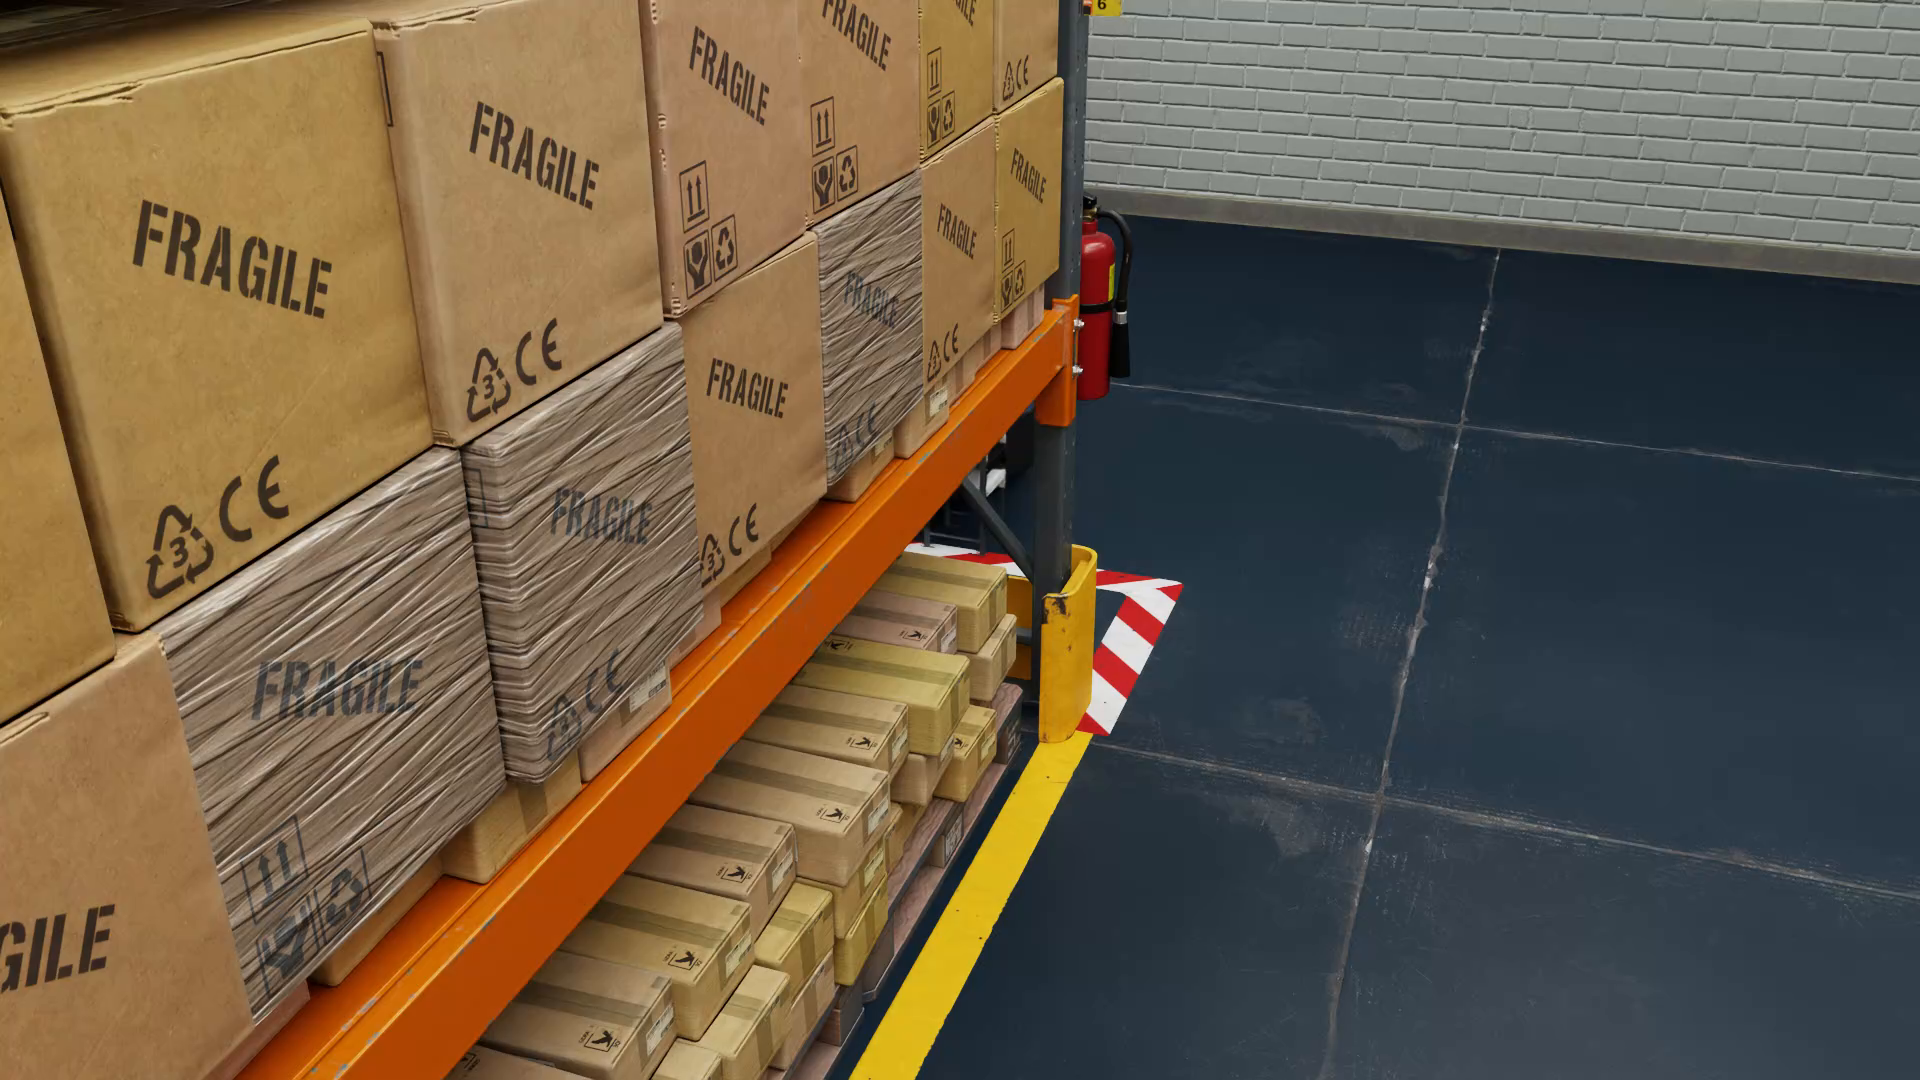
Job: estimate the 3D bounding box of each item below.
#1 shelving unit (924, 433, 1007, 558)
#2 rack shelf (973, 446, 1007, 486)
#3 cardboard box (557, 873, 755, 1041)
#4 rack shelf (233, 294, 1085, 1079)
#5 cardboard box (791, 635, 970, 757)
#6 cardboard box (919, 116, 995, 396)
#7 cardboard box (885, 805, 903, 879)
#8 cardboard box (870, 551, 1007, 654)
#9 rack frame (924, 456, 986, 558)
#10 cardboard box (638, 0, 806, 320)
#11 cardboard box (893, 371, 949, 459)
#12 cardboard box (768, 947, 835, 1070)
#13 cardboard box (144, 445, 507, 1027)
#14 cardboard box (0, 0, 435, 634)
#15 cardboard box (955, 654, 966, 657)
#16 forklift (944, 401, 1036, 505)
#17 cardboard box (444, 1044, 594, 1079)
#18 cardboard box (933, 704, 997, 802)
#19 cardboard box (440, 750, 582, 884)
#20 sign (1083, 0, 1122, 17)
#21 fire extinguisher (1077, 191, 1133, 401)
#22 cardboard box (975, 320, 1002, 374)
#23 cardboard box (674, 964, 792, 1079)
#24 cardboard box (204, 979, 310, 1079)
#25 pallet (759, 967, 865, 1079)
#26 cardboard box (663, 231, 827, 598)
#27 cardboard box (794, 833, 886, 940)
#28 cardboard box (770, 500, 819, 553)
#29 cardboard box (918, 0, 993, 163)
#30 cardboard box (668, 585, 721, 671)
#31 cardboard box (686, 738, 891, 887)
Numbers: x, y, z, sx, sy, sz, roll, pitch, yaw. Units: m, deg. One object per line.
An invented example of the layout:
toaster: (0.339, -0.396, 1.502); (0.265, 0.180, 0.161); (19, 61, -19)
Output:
shelving unit: (0.017, -0.401, 6.045); (0.258, 0.900, 0.210); (10, 27, 19)
rack shelf: (0.017, -0.290, 6.099); (0.258, 0.077, 0.200); (10, 27, 19)
cardboard box: (-0.629, 0.802, 3.258); (0.380, 0.149, 0.250); (9, 27, 18)
rack shelf: (-0.818, 0.228, 3.163); (1.077, 0.370, 4.000); (9, 27, 17)
cardboard box: (-0.193, 0.382, 4.125); (0.380, 0.149, 0.250); (8, 27, 16)
cardboard box: (-0.235, -0.664, 3.723); (0.500, 0.500, 0.500); (8, 27, 17)
cardboard box: (-0.360, 0.743, 4.064); (0.380, 0.149, 0.250); (9, 27, 18)
cardboard box: (-0.089, 0.163, 4.579); (0.380, 0.149, 0.250); (9, 27, 18)
rack frame: (-0.020, -0.360, 5.960); (0.240, 0.900, 0.006); (10, 27, 19)
cardboard box: (-0.576, -0.682, 2.612); (0.500, 0.500, 0.500); (8, 27, 16)
cardboard box: (-0.244, -0.320, 3.756); (0.380, 0.149, 0.250); (9, 27, 19)
cardboard box: (-0.495, 0.966, 3.603); (0.380, 0.149, 0.250); (9, 27, 18)
cardboard box: (-0.923, 0.176, 1.989); (0.500, 0.500, 0.500); (9, 27, 17)
cardboard box: (-0.945, -0.268, 1.759); (0.500, 0.500, 0.500); (8, 27, 16)
cardboard box: (-0.196, 0.400, 4.430); (0.380, 0.149, 0.250); (8, 27, 16)
forklift: (-1.105, -1.868, 6.744); (3.031, 2.935, 1.130); (22, 34, 38)
cardboard box: (-0.761, 1.022, 2.804); (0.380, 0.149, 0.250); (9, 27, 19)
cardboard box: (-0.121, 0.543, 4.476); (0.380, 0.149, 0.250); (10, 27, 19)
cardboard box: (-0.784, 0.331, 2.413); (0.380, 0.149, 0.250); (9, 27, 18)
sign: (0.365, -1.493, 4.199); (0.100, 0.325, 0.005); (9, 27, 17)
fire extinguisher: (0.367, -0.752, 4.878); (0.296, 0.674, 0.183); (9, 27, 17)
cardboard box: (-0.112, -0.533, 4.197); (0.380, 0.149, 0.250); (9, 27, 17)
cardboard box: (-0.558, 0.949, 3.296); (0.380, 0.149, 0.250); (9, 27, 18)
cardboard box: (-1.025, 0.536, 1.990); (0.380, 0.149, 0.250); (8, 27, 15)
pallet: (-0.889, 1.197, 3.536); (1.003, 0.211, 1.213); (9, 27, 17)
cardboard box: (-0.571, -0.251, 2.870); (0.500, 0.500, 0.500); (10, 28, 20)
cardboard box: (-0.390, 0.729, 3.750); (0.380, 0.149, 0.250); (9, 27, 18)
cardboard box: (-0.506, -0.113, 3.330); (0.380, 0.149, 0.250); (8, 27, 15)
cardboard box: (-0.238, -1.115, 3.506); (0.500, 0.500, 0.500); (8, 27, 16)
cardboard box: (-0.642, 0.105, 2.880); (0.380, 0.149, 0.250); (10, 28, 19)
cardboard box: (-0.376, 0.598, 3.679); (0.380, 0.149, 0.250); (10, 28, 19)
